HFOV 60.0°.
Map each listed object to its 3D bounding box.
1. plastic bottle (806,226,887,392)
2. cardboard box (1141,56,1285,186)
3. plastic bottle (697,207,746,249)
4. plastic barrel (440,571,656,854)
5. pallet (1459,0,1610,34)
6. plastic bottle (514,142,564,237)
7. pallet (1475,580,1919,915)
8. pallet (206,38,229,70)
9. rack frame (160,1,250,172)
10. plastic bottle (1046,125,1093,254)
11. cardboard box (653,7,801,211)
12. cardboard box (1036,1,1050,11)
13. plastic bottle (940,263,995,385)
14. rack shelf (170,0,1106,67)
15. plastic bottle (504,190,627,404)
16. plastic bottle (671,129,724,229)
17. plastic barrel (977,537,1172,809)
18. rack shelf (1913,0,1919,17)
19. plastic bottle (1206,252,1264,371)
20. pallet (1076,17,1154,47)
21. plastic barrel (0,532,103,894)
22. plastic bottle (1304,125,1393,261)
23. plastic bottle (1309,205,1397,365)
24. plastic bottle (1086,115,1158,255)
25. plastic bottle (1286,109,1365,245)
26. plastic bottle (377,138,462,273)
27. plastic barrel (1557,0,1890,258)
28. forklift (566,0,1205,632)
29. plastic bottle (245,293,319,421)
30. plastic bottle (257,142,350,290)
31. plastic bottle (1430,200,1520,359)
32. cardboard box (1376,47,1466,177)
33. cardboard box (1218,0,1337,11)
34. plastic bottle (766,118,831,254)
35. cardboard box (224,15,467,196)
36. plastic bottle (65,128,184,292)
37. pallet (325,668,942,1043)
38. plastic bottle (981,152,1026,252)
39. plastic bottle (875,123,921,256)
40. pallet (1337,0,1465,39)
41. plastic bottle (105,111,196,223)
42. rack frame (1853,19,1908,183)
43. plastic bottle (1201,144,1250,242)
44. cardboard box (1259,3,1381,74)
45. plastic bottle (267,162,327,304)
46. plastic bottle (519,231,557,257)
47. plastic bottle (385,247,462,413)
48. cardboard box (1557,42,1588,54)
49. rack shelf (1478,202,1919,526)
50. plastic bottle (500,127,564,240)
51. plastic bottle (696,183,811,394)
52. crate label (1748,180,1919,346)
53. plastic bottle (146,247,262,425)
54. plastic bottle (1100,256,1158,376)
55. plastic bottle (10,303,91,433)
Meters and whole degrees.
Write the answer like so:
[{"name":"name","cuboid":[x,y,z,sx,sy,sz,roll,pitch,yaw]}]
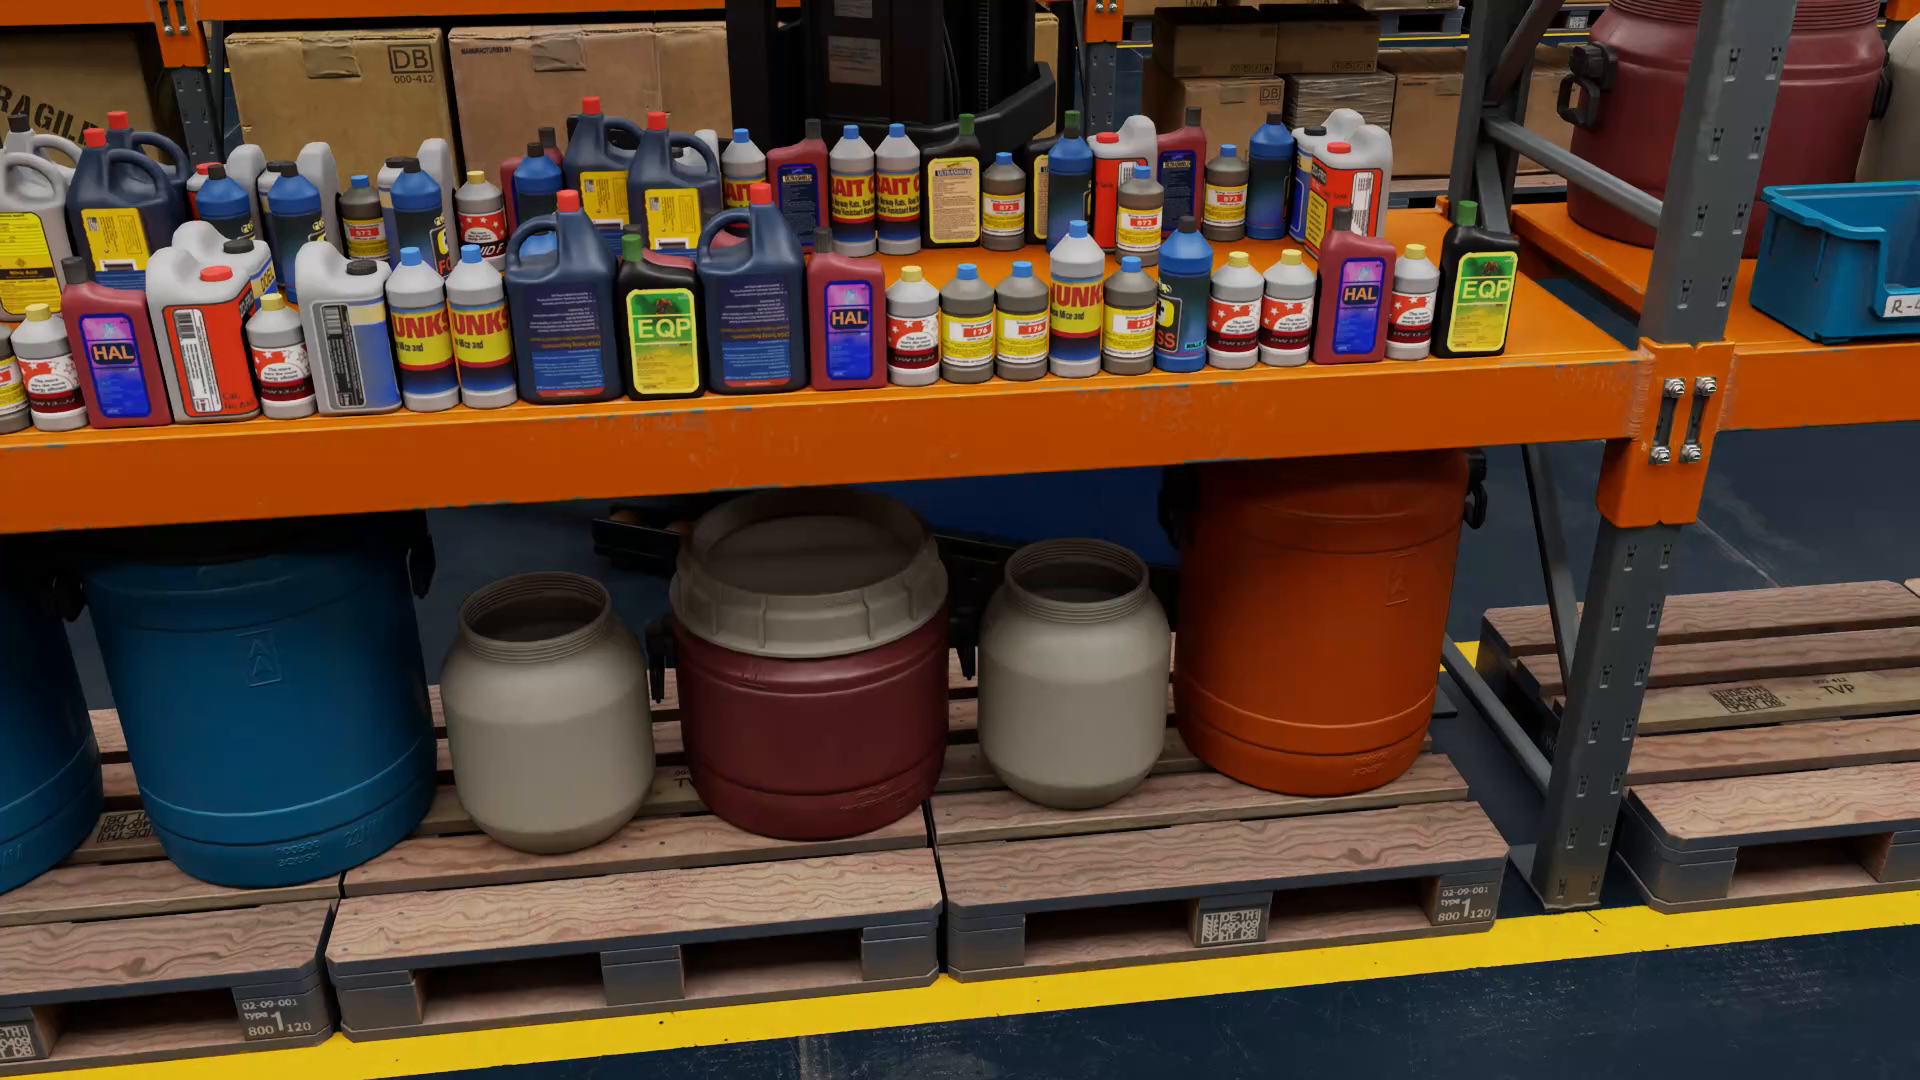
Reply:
[{"name":"plastic bottle","cuboid":[-0.196,-0.400,2.872,0.133,0.283,0.061,-4,27,-7]},{"name":"cardboard box","cuboid":[1.248,-2.118,8.348,0.500,0.500,0.700,-5,28,-10]},{"name":"plastic bottle","cuboid":[-0.399,-0.454,2.977,0.133,0.283,0.061,-4,27,-7]},{"name":"plastic barrel","cuboid":[-0.870,0.363,3.521,0.421,0.512,0.421,0,27,0]},{"name":"pallet","cuboid":[4.721,-4.258,13.317,1.213,0.211,1.003,-4,27,-7]},{"name":"plastic bottle","cuboid":[-0.863,-0.683,3.435,0.097,0.271,0.097,0,27,0]},{"name":"pallet","cuboid":[2.050,0.465,4.112,1.213,0.211,1.003,-4,27,-7]},{"name":"pallet","cuboid":[-5.836,-3.598,12.032,1.213,0.211,1.003,-4,27,-7]},{"name":"rack frame","cuboid":[-3.374,-2.728,7.281,0.127,3.000,1.000,-4,27,-7]},{"name":"plastic bottle","cuboid":[0.235,-0.753,3.573,0.097,0.271,0.097,0,27,0]},{"name":"cardboard box","cuboid":[-0.983,-2.137,7.996,0.875,0.875,1.225,-4,27,-7]},{"name":"cardboard box","cuboid":[0.612,-4.415,12.574,0.750,0.750,1.050,-4,27,-8]},{"name":"plastic bottle","cuboid":[0.012,-0.386,2.934,0.097,0.201,0.097,0,27,0]},{"name":"rack shelf","cuboid":[-1.393,-2.535,7.694,4.000,0.370,1.077,-4,27,-7]},{"name":"plastic bottle","cuboid":[-0.674,-0.419,2.835,0.185,0.351,0.144,-4,27,-7]},{"name":"plastic bottle","cuboid":[-0.570,-0.719,3.501,0.135,0.276,0.152,-4,27,-7]},{"name":"plastic barrel","cuboid":[0.248,0.292,3.661,0.421,0.512,0.421,0,27,0]},{"name":"rack shelf","cuboid":[6.529,-3.044,8.685,4.000,0.370,1.077,-4,27,-7]},{"name":"plastic bottle","cuboid":[0.494,-0.417,2.994,0.097,0.201,0.097,0,27,0]},{"name":"pallet","cuboid":[0.787,-4.007,12.828,1.213,0.211,1.003,-4,27,-7]},{"name":"plastic barrel","cuboid":[-2.143,0.231,3.353,0.708,0.901,0.600,-4,27,-7]},{"name":"plastic bottle","cuboid":[0.825,-0.738,3.539,0.135,0.276,0.152,-4,27,-7]},{"name":"plastic bottle","cuboid":[0.708,-0.458,2.986,0.133,0.283,0.061,-4,27,-7]},{"name":"plastic bottle","cuboid":[0.346,-0.778,3.616,0.135,0.276,0.152,-4,27,-7]},{"name":"plastic bottle","cuboid":[0.804,-0.807,3.673,0.135,0.276,0.152,-4,27,-7]},{"name":"plastic bottle","cuboid":[-1.114,-0.684,3.433,0.135,0.276,0.152,-4,27,-7]},{"name":"plastic barrel","cuboid":[1.695,-0.971,3.707,0.708,0.536,0.600,-4,27,-7]},{"name":"forklift","cuboid":[-0.584,-1.407,4.781,3.031,2.935,1.130,10,29,19]},{"name":"plastic bottle","cuboid":[-1.137,-0.312,2.790,0.097,0.201,0.097,0,27,0]},{"name":"plastic bottle","cuboid":[-1.344,-0.669,3.404,0.135,0.276,0.152,-4,27,-7]},{"name":"plastic bottle","cuboid":[0.936,-0.473,3.014,0.133,0.283,0.061,-4,27,-7]},{"name":"cardboard box","cuboid":[2.356,-2.198,8.505,0.500,0.500,0.700,-1,27,-3]},{"name":"cardboard box","cuboid":[2.399,-4.532,12.801,0.750,0.750,1.050,-4,27,-7]},{"name":"plastic bottle","cuboid":[-0.347,-0.757,3.568,0.133,0.283,0.061,-4,27,-7]},{"name":"cardboard box","cuboid":[-2.743,-2.020,7.768,0.875,0.875,1.225,-4,27,-7]},{"name":"plastic bottle","cuboid":[-1.616,-0.620,3.227,0.185,0.351,0.144,-4,27,-7]},{"name":"pallet","cuboid":[-0.703,0.642,3.767,1.213,0.211,1.003,-4,27,-7]},{"name":"plastic bottle","cuboid":[0.095,-0.741,3.626,0.097,0.201,0.097,0,27,0]},{"name":"plastic bottle","cuboid":[-0.134,-0.757,3.581,0.097,0.271,0.097,0,27,0]},{"name":"pallet","cuboid":[3.204,-4.162,13.130,1.213,0.211,1.003,-4,27,-7]},{"name":"plastic bottle","cuboid":[-1.636,-0.685,3.354,0.185,0.351,0.144,-4,27,-7]},{"name":"rack frame","cuboid":[4.548,-3.237,8.273,0.127,3.000,1.000,-4,27,-7]},{"name":"plastic bottle","cuboid":[0.589,-0.773,3.688,0.097,0.201,0.097,0,27,0]},{"name":"cardboard box","cuboid":[1.770,-2.494,8.260,0.500,0.250,0.500,-1,27,-1]},{"name":"plastic bottle","cuboid":[-1.308,-0.612,3.298,0.097,0.271,0.097,0,27,0]},{"name":"plastic bottle","cuboid":[-0.734,-0.435,2.954,0.097,0.271,0.097,0,27,0]},{"name":"plastic bottle","cuboid":[-0.907,-0.358,2.803,0.097,0.271,0.097,0,27,0]},{"name":"cardboard box","cuboid":[3.462,-2.270,8.644,0.500,0.500,0.700,-4,27,-7]},{"name":"rack shelf","cuboid":[3.258,-0.551,3.826,4.000,0.370,1.077,-4,27,-7]},{"name":"plastic bottle","cuboid":[-0.892,-0.722,3.500,0.133,0.283,0.061,-4,27,-7]},{"name":"plastic bottle","cuboid":[-0.359,-0.439,2.874,0.185,0.351,0.144,-4,27,-7]},{"name":"crate label","cuboid":[1.747,-0.527,3.174,0.416,0.233,0.303,-4,27,-7]},{"name":"plastic bottle","cuboid":[-1.255,-0.350,2.783,0.135,0.276,0.152,-4,27,-7]},{"name":"plastic bottle","cuboid":[0.302,-0.404,2.970,0.097,0.201,0.097,0,27,0]},{"name":"plastic bottle","cuboid":[-1.499,-0.289,2.745,0.097,0.201,0.097,0,27,0]}]
